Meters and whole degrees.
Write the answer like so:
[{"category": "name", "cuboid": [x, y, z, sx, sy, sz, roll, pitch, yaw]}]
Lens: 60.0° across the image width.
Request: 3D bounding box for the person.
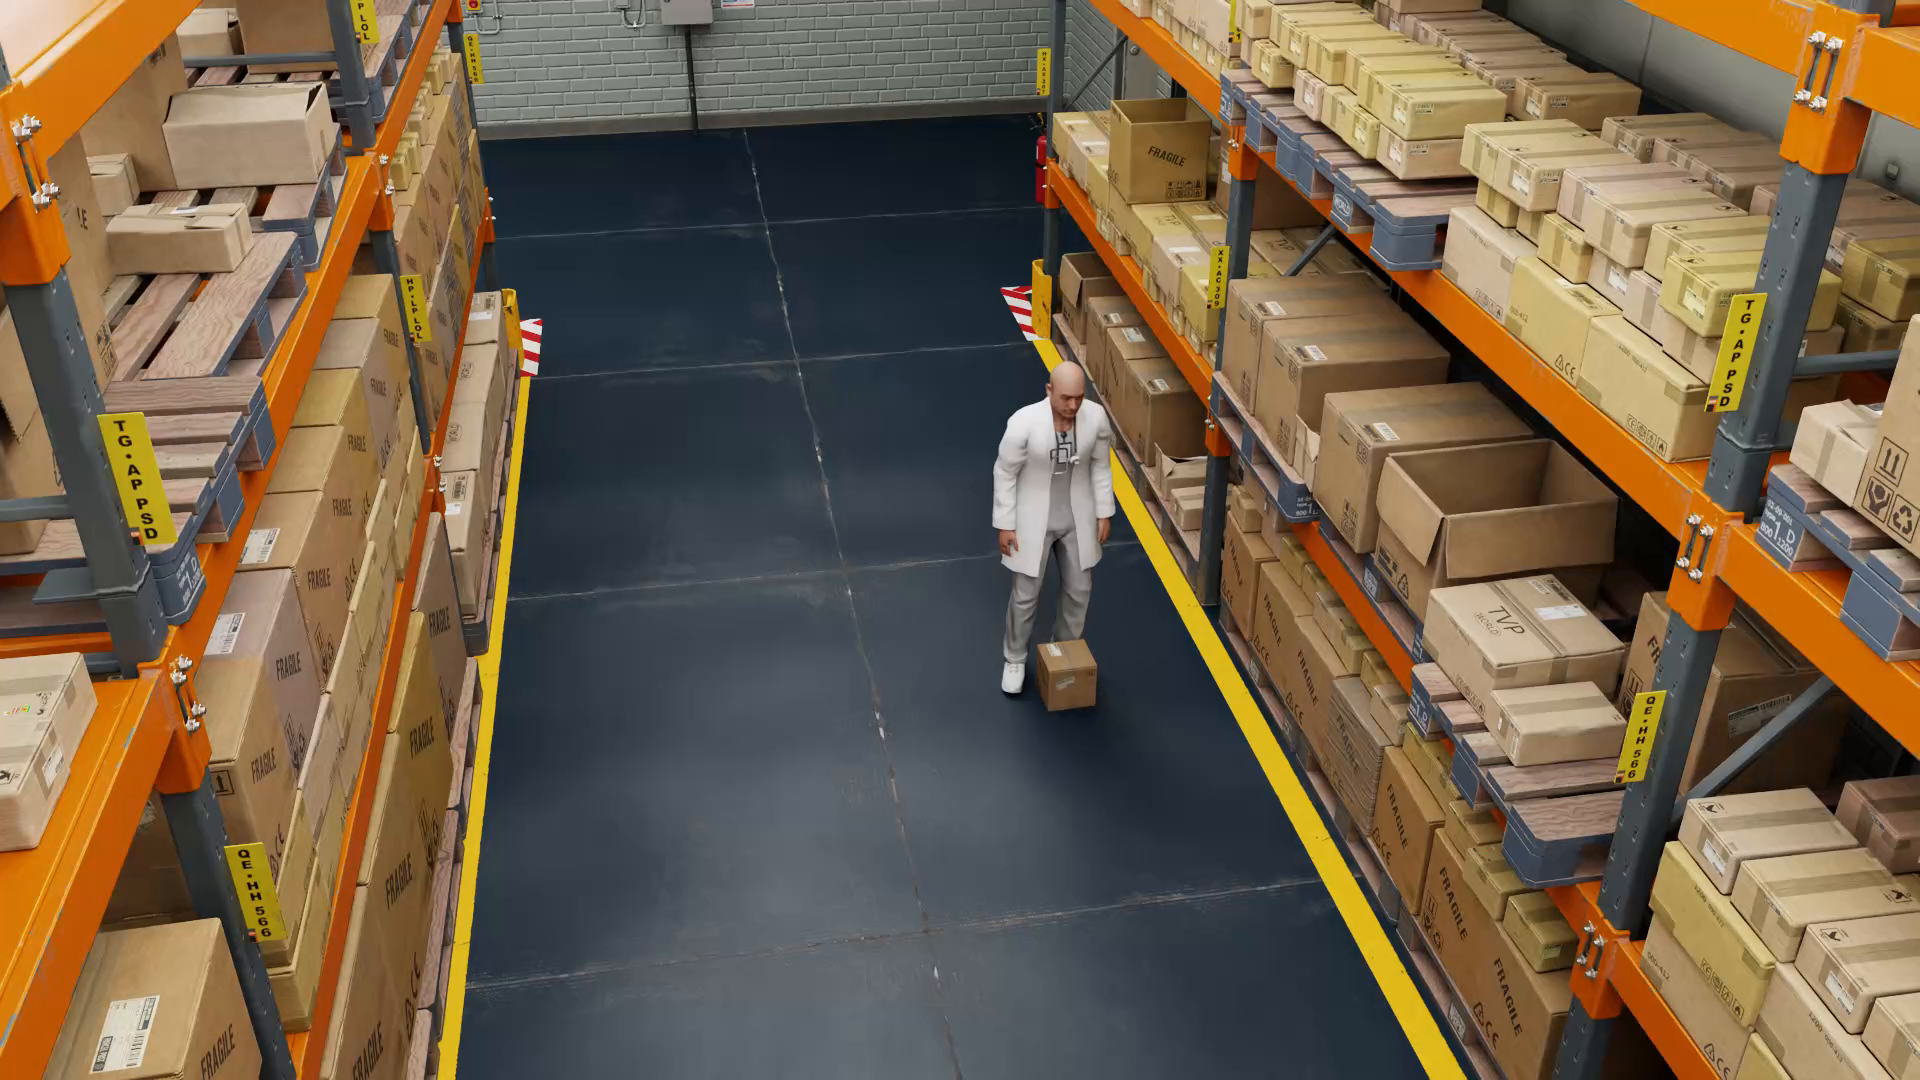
[{"category": "person", "cuboid": [0.474, -0.034, 8.335, 0.642, 1.652, 0.432, -7, 31, -12]}]
